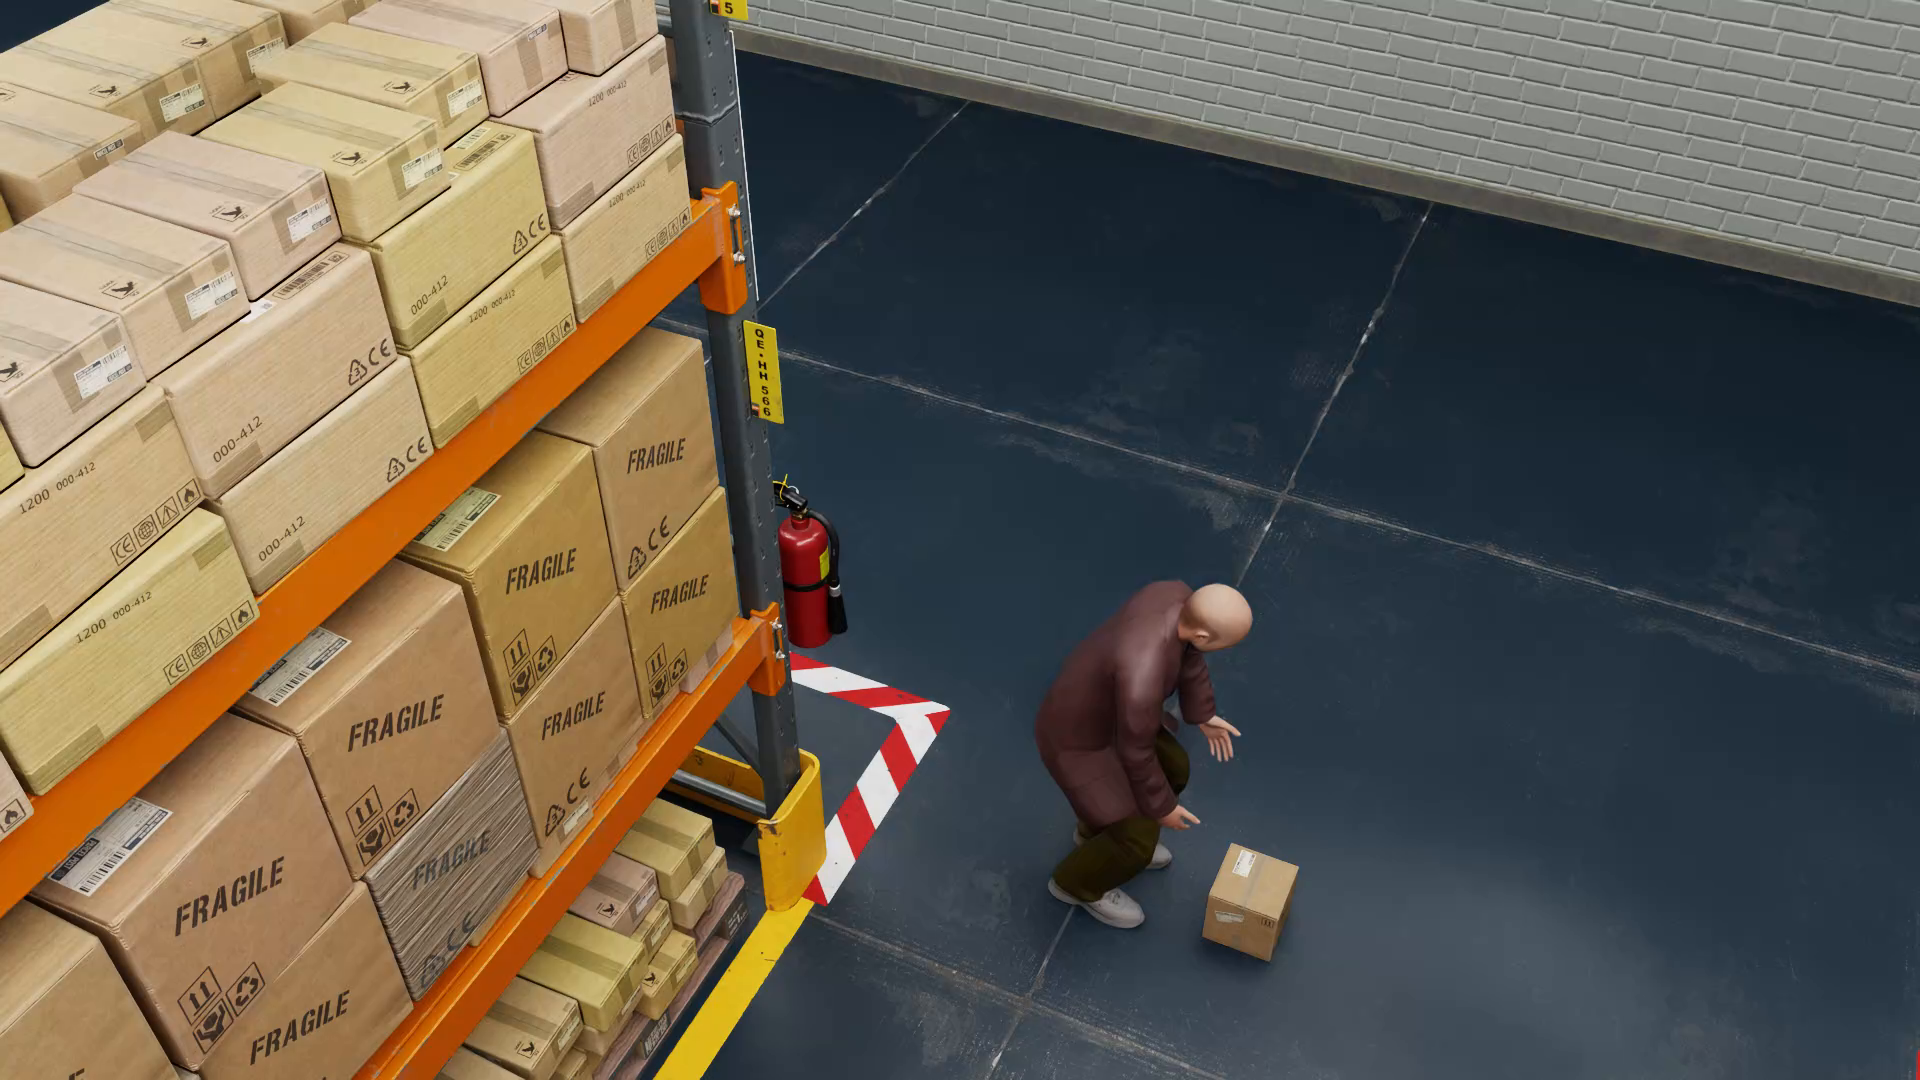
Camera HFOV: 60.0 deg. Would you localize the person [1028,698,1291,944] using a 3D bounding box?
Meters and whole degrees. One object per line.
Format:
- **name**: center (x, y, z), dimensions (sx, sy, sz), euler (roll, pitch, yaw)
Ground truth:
- **person**: center (0.684, 0.951, 5.797), dimensions (0.910, 0.849, 0.610), euler (17, 44, 19)
